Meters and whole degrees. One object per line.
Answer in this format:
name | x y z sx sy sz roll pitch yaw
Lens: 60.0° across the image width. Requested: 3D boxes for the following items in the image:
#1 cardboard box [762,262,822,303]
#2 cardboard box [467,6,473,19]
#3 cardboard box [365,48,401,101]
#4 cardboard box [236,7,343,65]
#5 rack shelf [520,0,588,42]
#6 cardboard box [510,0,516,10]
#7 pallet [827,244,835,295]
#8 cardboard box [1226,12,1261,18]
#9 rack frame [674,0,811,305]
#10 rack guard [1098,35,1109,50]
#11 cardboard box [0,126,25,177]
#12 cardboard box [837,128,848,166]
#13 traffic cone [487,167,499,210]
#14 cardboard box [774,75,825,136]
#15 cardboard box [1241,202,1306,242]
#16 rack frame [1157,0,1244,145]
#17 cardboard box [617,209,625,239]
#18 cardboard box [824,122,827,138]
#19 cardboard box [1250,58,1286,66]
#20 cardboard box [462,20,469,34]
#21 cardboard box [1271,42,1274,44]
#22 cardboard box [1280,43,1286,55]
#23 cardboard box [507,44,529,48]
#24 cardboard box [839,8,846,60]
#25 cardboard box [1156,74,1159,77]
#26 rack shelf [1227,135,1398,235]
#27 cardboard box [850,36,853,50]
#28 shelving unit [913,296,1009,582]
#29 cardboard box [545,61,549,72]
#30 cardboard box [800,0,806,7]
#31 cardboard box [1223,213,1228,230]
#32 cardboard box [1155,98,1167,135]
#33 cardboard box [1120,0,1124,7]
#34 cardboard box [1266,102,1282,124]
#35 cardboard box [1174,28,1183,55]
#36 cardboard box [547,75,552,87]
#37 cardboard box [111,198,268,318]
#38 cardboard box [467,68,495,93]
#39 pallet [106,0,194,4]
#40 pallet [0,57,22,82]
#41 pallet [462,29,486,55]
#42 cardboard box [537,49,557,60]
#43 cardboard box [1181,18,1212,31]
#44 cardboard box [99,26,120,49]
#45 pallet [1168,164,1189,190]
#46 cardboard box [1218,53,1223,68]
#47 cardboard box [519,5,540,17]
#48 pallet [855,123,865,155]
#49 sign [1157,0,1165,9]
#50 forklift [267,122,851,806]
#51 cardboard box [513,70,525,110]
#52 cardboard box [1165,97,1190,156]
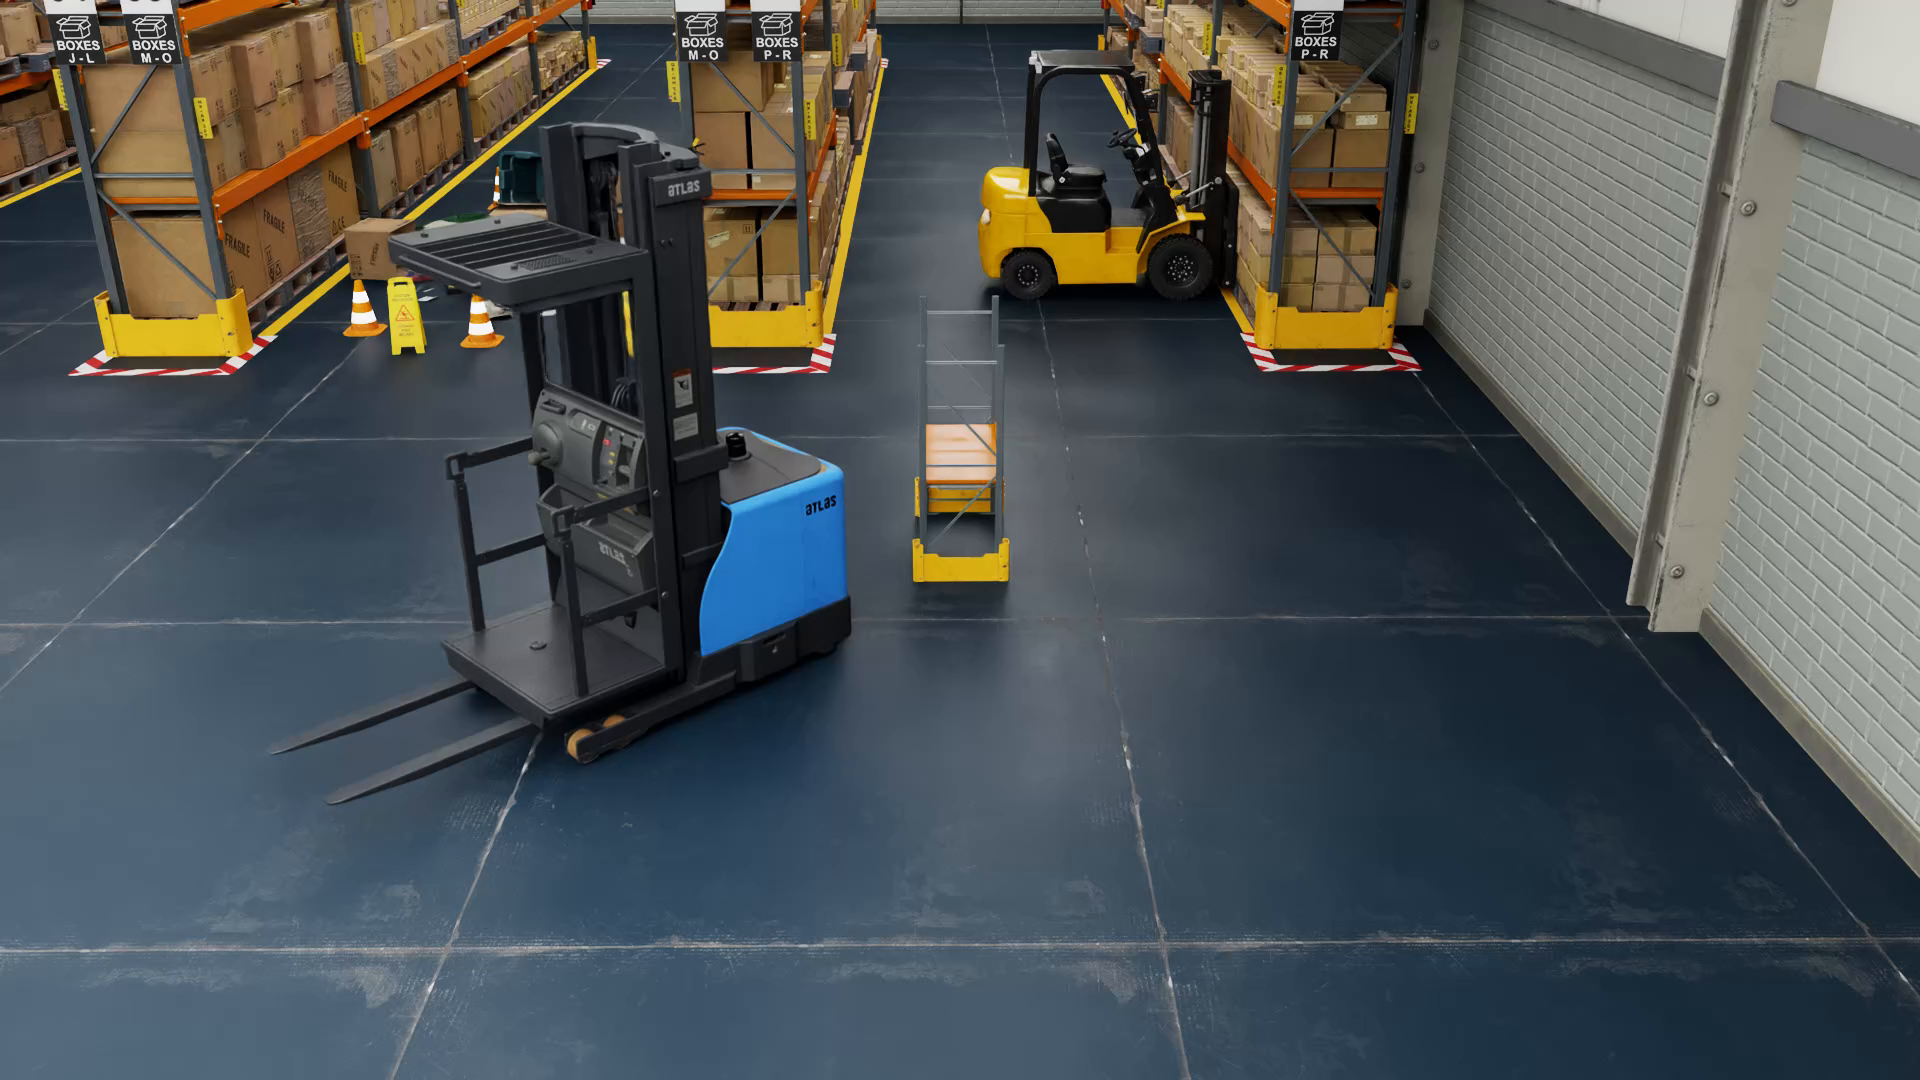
cardboard box | -1.520 -2.350 15.134 0.500 0.250 0.500 0 24 -1
cardboard box | -6.640 -6.945 21.900 0.380 0.149 0.250 -1 24 -2
cardboard box | -6.523 -5.134 18.340 0.500 0.500 0.500 0 24 0
cardboard box | -6.811 -5.071 16.829 0.875 0.550 0.550 0 24 -1
rack shelf | -6.889 -8.455 26.678 1.077 0.370 4.000 0 24 -1
cardboard box | -6.662 -7.766 24.076 0.380 0.149 0.250 0 24 0
pallet | -1.773 -2.675 16.409 1.003 0.211 1.213 0 24 -1
cardboard box | 3.423 -6.291 20.112 0.380 0.149 0.250 -1 24 -2
rack frame | -1.788 -3.078 13.916 1.000 3.000 0.127 0 24 -1
rack guard | 3.002 -8.525 28.992 1.175 0.500 0.348 0 24 -1
cardboard box | -11.726 -4.653 19.899 0.700 0.500 0.500 2 24 4
cardboard box | -1.863 -4.832 20.472 0.950 0.372 0.625 -1 24 -2
traffic cone | -5.285 -4.066 19.178 0.336 0.463 0.334 0 24 -1
cardboard box | -1.545 -4.088 15.667 0.500 0.500 0.500 -1 24 -2
cardboard box | 2.847 -2.895 15.124 0.500 0.250 0.500 0 24 0
rack frame | 3.088 -6.398 21.257 1.000 3.000 0.127 0 24 -1
cardboard box | -3.181 -3.141 17.085 0.500 0.500 0.500 19 30 35
cardboard box | -1.509 -4.062 16.396 0.380 0.149 0.250 -1 24 -1
cardboard box | 2.952 -4.461 15.704 0.380 0.149 0.250 0 24 0
cardboard box | -6.630 -6.683 21.683 0.380 0.149 0.250 1 24 2
cardboard box | 3.342 -5.237 17.781 0.380 0.149 0.250 -1 24 -2
cardboard box | 3.415 -4.884 16.639 0.380 0.149 0.250 0 24 -1
cardboard box | -7.113 -7.908 26.823 0.380 0.149 0.250 0 24 0
cardboard box | -1.548 -5.703 18.729 0.500 0.500 0.500 0 24 -1
cardboard box | 2.879 -6.279 22.729 0.380 0.149 0.250 0 24 1
rack shelf | 3.154 -3.598 15.939 1.077 0.370 4.000 0 24 -1
cardboard box | -1.514 -6.104 20.401 0.380 0.149 0.250 0 24 -1
shelving unit | 0.001 -0.652 10.371 0.587 1.500 1.083 0 24 -1
cardboard box | -6.683 -7.453 26.178 0.380 0.149 0.250 -1 24 -3
cardboard box | -1.467 -4.468 13.655 0.380 0.149 0.250 0 24 -1
cardboard box | 2.834 -3.093 16.169 0.500 0.250 0.500 0 24 -1
cardboard box | 2.868 -5.624 22.069 0.500 0.500 0.500 0 24 1
cardboard box | 2.730 -8.490 26.187 0.380 0.149 0.250 -1 24 -1
cardboard box | 2.859 -3.690 14.360 0.380 0.149 0.250 0 24 0
cardboard box | 2.841 -5.952 19.845 0.500 0.250 0.500 -1 24 -2
cardboard box | -6.553 -7.112 25.786 0.380 0.149 0.250 0 24 1
cardboard box | -6.810 -2.517 14.743 0.875 0.875 0.875 0 24 0
cardboard box | -6.595 -6.199 22.430 0.500 0.250 0.500 -1 24 -1
pallet | -6.755 -4.646 13.850 1.003 0.211 1.213 0 24 -1
pallet | -11.722 -5.427 19.342 1.003 0.211 1.213 0 24 -1
pallet | -6.938 -6.516 21.751 1.213 0.211 1.003 0 24 -1
cardboard box | -6.607 -7.696 26.353 0.380 0.149 0.250 0 24 1
cardboard box | 2.822 -6.075 19.634 0.380 0.149 0.250 0 24 1
cardboard box | -11.526 -6.790 22.001 0.500 0.500 0.500 -1 24 -2
pallet | 3.068 -4.287 19.973 1.003 0.211 1.213 0 24 -1
cardboard box | 2.872 -4.959 17.166 0.380 0.149 0.250 -1 24 -1
cardboard box | -6.543 -7.963 25.021 0.380 0.149 0.250 1 24 1
pallet | -1.809 -5.429 22.498 1.003 0.211 1.213 0 24 -1
sign | 2.546 -6.884 21.021 0.100 0.325 0.005 0 24 -1
forklift | -2.018 -0.465 8.221 3.031 2.935 1.130 -22 32 -40
cardboard box | -6.602 -6.496 23.997 0.500 0.500 0.500 -1 24 -2
cardboard box | 3.081 -5.251 21.092 0.875 0.625 0.625 1 24 1
